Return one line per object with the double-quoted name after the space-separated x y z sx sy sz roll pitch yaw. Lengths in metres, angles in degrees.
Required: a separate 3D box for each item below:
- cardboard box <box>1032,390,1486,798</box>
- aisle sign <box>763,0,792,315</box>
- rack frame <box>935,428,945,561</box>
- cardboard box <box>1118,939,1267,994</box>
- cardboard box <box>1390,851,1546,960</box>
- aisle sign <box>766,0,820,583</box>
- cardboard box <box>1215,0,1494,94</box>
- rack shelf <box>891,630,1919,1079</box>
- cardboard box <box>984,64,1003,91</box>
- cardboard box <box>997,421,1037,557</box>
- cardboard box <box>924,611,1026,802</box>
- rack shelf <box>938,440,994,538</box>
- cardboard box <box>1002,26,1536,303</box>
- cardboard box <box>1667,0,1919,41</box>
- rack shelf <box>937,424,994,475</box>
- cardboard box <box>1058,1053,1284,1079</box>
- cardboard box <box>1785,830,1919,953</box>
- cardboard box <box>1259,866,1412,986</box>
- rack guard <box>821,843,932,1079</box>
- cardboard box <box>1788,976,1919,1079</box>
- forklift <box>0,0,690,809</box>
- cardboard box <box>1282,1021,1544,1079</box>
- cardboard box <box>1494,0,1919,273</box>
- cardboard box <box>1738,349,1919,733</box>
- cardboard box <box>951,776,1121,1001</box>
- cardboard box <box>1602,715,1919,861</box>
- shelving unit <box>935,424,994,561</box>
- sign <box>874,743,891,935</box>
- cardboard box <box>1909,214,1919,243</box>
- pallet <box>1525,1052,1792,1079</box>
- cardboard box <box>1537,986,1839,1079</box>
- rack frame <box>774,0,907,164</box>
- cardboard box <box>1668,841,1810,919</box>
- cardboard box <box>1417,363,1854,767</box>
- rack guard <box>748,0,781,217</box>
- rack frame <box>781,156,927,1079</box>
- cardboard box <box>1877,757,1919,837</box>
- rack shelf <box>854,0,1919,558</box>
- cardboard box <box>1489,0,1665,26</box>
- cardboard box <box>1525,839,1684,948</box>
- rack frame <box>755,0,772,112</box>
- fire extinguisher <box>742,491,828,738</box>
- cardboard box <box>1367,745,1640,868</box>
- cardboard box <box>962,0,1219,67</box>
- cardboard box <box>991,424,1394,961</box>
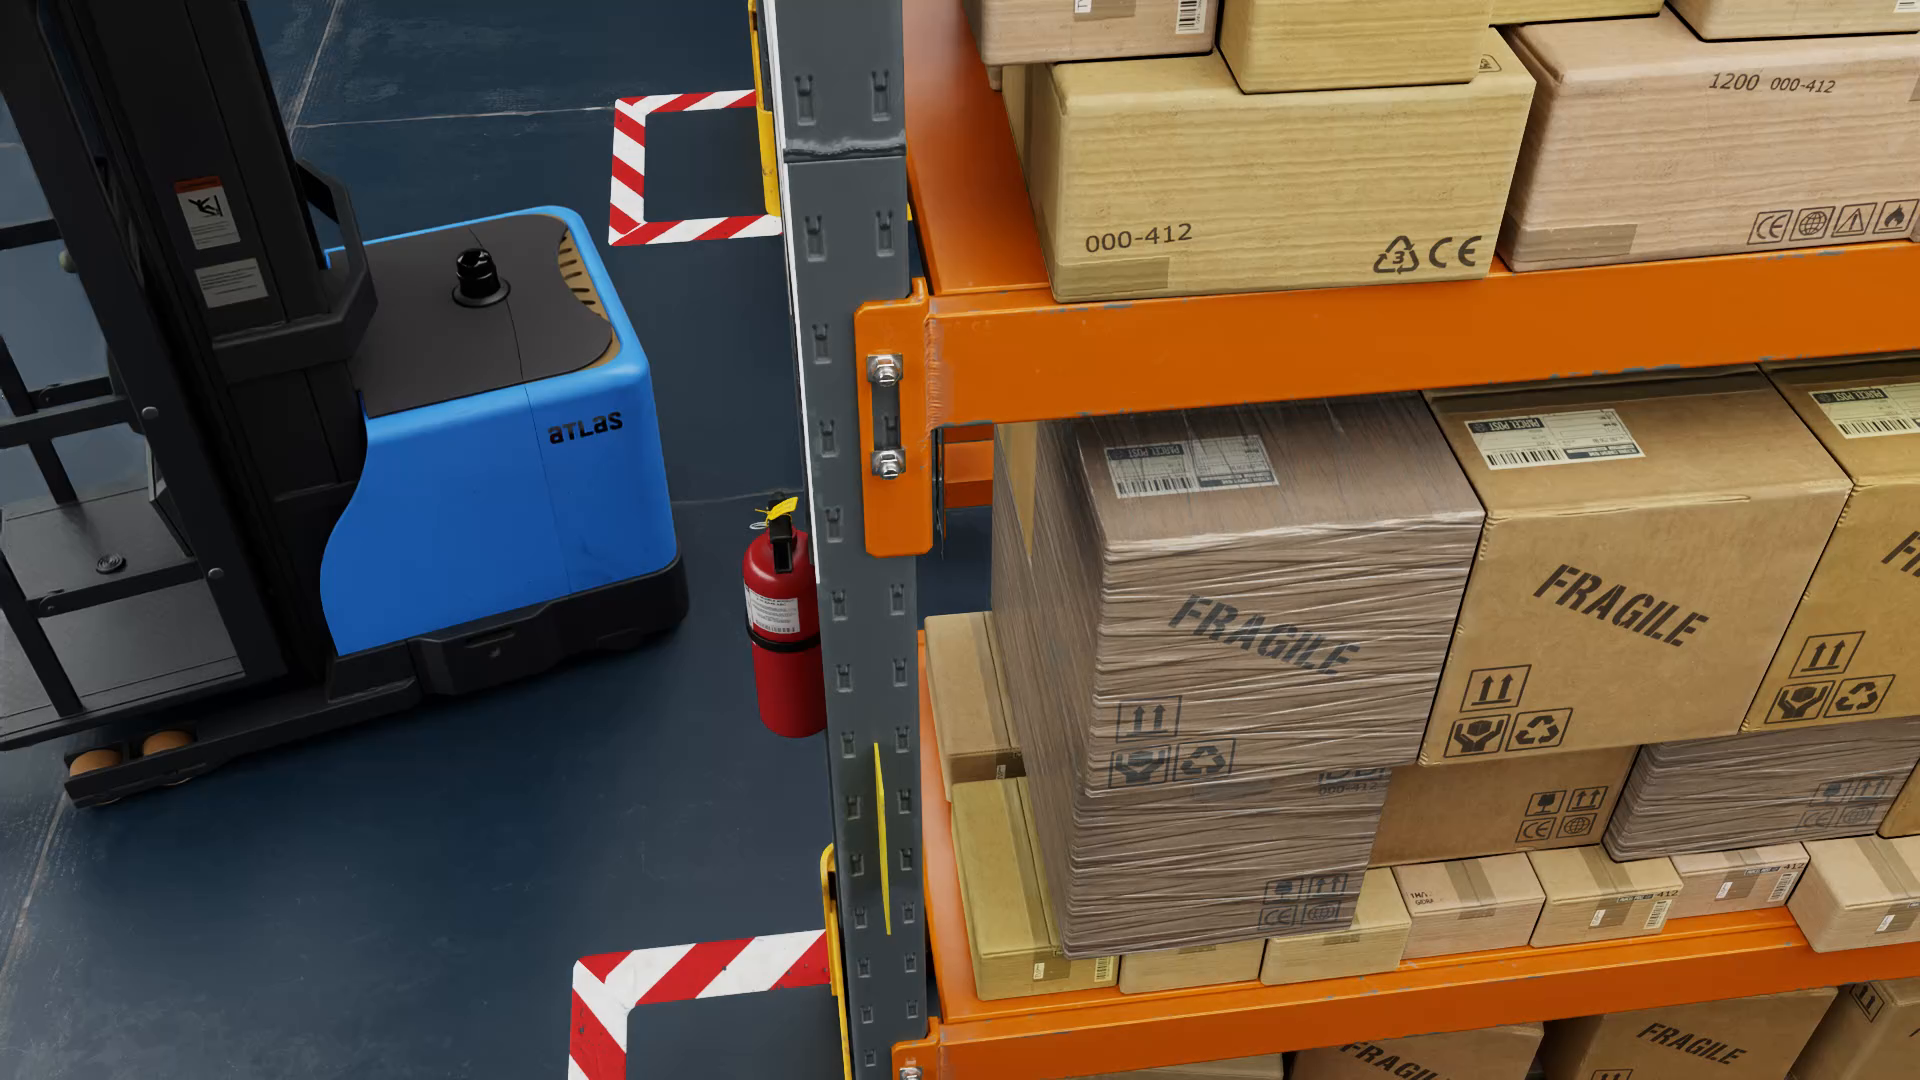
0.399 0.007 2.460 0.500 0.500 0.500 -5 42 -6 "cardboard box"
-0.282 -0.767 2.420 0.004 0.787 0.394 -5 42 -6 "aisle sign"
-0.068 -0.384 5.392 0.008 1.050 0.200 -5 42 -6 "rack frame"
0.382 0.610 3.022 0.250 0.149 0.380 -5 42 -6 "cardboard box"
0.877 0.563 3.074 0.250 0.149 0.380 -5 42 -6 "cardboard box"
-0.204 -0.368 1.978 0.004 0.787 0.394 -5 42 -6 "aisle sign"
0.391 -0.643 1.798 0.250 0.149 0.380 -4 42 -5 "cardboard box"
1.801 0.486 3.509 4.000 0.370 1.077 -5 42 -6 "rack shelf"
0.263 -0.876 2.355 0.500 0.250 0.500 -4 42 -5 "cardboard box"
0.331 -0.338 2.842 0.500 0.500 0.500 -5 42 -6 "cardboard box"
0.074 0.324 3.339 0.250 0.149 0.380 -5 42 -6 "cardboard box"
0.053 -0.180 5.597 0.240 0.259 0.215 -5 42 -6 "rack shelf"
0.329 -0.536 1.977 0.500 0.250 0.500 -4 42 -4 "cardboard box"
0.905 -0.723 1.886 0.250 0.149 0.380 -3 42 -4 "cardboard box"
0.053 -0.387 5.411 0.240 0.259 0.215 -5 42 -6 "rack shelf"
0.439 1.121 3.820 0.500 0.500 0.500 2 42 2 "cardboard box"
1.632 0.553 3.085 0.250 0.149 0.380 -5 42 -6 "cardboard box"
0.632 0.598 3.035 0.250 0.149 0.380 -5 42 -6 "cardboard box"
-0.107 1.314 3.920 0.348 0.500 1.175 -5 42 -6 "rack guard"
2.210 0.986 3.970 0.500 0.500 0.500 -9 43 -9 "cardboard box"
-2.446 -0.714 4.353 3.031 2.935 1.130 -15 44 -16 "forklift"
1.028 1.047 3.903 0.500 0.500 0.500 5 42 6 "cardboard box"
0.840 -0.585 2.031 0.500 0.250 0.500 -6 42 -6 "cardboard box"
1.391 -0.076 2.552 0.500 0.500 0.500 -5 42 -6 "cardboard box"
0.132 0.619 3.012 0.250 0.149 0.380 -5 42 -6 "cardboard box"
1.349 0.077 3.128 0.500 0.500 0.875 -5 42 -6 "cardboard box"
0.053 -0.394 5.404 0.252 1.050 0.215 -5 42 -6 "shelving unit"
-0.111 0.431 2.386 0.005 0.325 0.100 -5 42 -6 "sign"
1.332 -0.625 2.076 0.500 0.250 0.500 -5 42 -6 "cardboard box"
1.911 1.270 4.184 1.213 0.211 1.003 -5 42 -6 "pallet"
1.651 1.005 3.949 0.500 0.500 0.500 -1 42 -2 "cardboard box"
-0.182 -1.835 1.066 0.127 3.000 1.000 -5 42 -6 "rack frame"
1.370 0.506 3.137 0.250 0.149 0.380 -5 42 -6 "cardboard box"
0.896 -0.032 2.503 0.500 0.500 0.500 -5 42 -6 "cardboard box"
-0.755 -2.007 7.602 0.348 0.500 1.175 -5 42 -6 "rack guard"
-0.182 0.392 3.076 0.127 3.000 1.000 -5 42 -6 "rack frame"
1.846 0.042 3.168 0.500 0.500 0.875 -5 42 -6 "cardboard box"
1.801 -0.628 2.504 4.000 0.370 1.077 -5 42 -6 "rack shelf"
0.625 -0.746 1.913 0.250 0.149 0.380 -6 42 -6 "cardboard box"
1.126 0.546 3.093 0.250 0.149 0.380 -5 42 -6 "cardboard box"
-0.824 -2.897 6.722 0.127 3.000 1.000 -5 42 -6 "rack frame"
-0.355 0.125 3.430 0.183 0.674 0.296 -5 42 -6 "fire extinguisher"
0.847 0.092 3.112 0.500 0.500 0.875 -5 42 -6 "cardboard box"
0.121 -0.684 1.844 0.250 0.149 0.380 -5 42 -6 "cardboard box"
0.367 0.215 2.975 0.500 0.500 0.875 -5 42 -6 "cardboard box"
